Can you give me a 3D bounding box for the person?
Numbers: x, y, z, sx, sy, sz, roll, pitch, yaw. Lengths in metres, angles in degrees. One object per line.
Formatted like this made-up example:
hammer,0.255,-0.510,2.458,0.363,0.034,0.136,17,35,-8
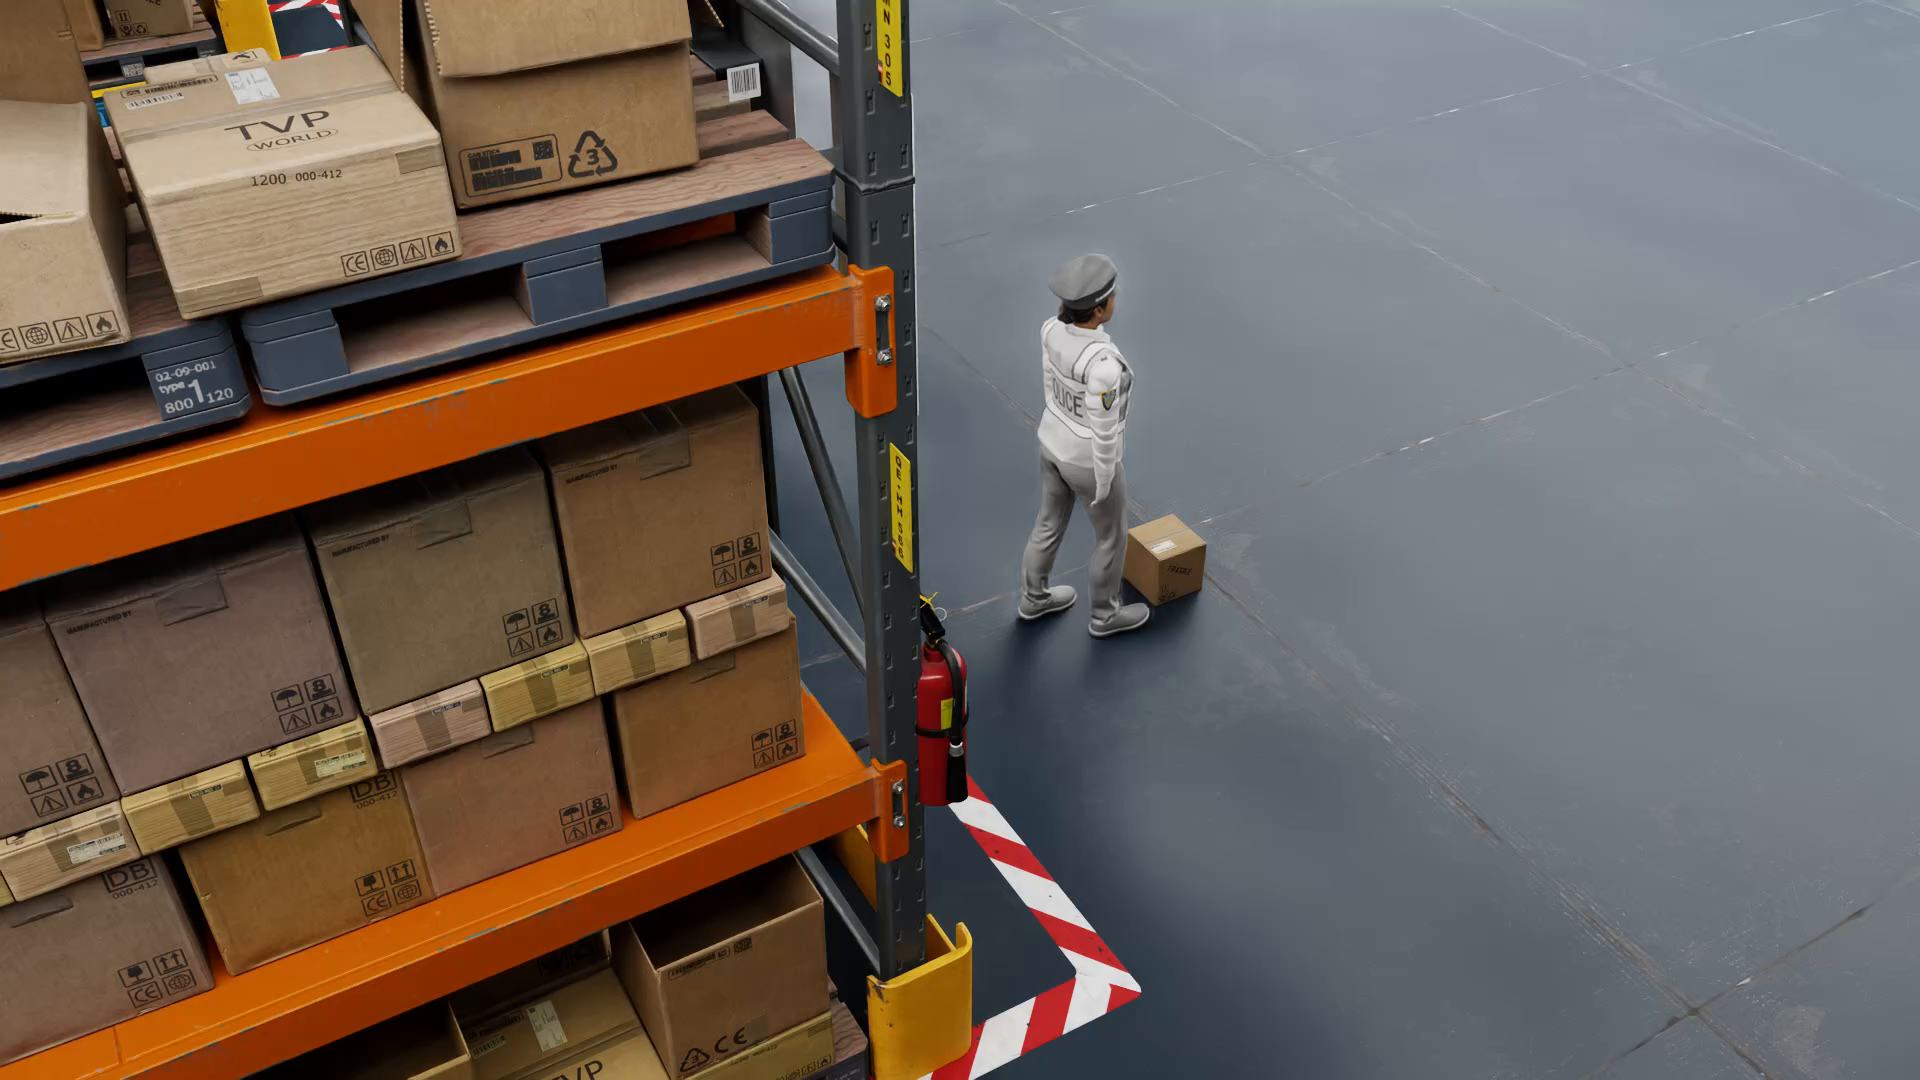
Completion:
person,0.510,-0.360,6.609,0.492,1.679,0.476,-18,41,-23
